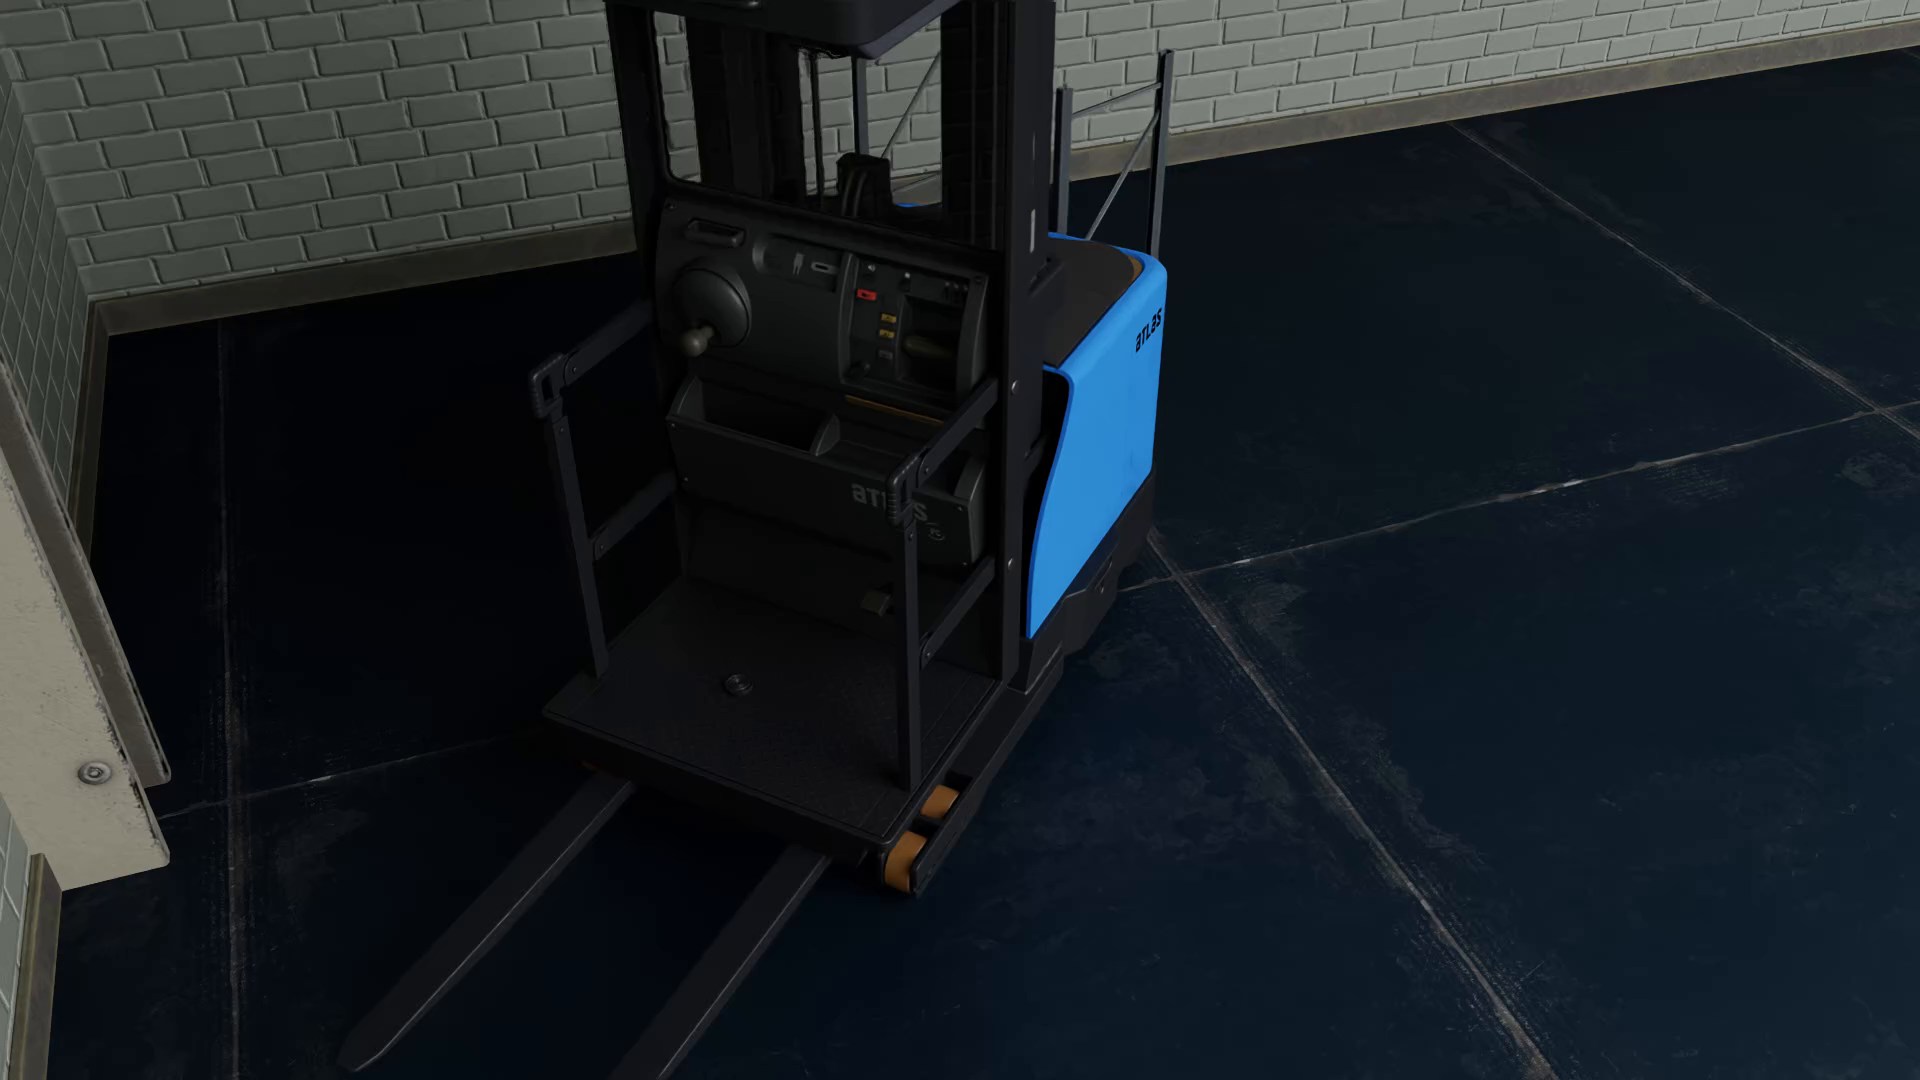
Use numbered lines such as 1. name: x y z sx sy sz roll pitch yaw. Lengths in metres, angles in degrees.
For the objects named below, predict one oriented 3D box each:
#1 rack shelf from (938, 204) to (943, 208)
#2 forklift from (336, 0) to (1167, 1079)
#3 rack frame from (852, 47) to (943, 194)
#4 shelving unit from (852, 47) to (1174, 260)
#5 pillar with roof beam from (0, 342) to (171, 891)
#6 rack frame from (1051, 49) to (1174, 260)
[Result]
1. rack shelf: 0.155 -0.963 6.081 0.538 0.185 1.000 -28 45 -32
2. forklift: -0.454 -0.525 4.011 1.130 2.935 3.031 17 40 21
3. rack frame: -0.181 -1.336 6.277 0.500 1.500 0.032 -28 45 -32
4. shelving unit: 0.155 -1.107 5.973 0.538 1.500 1.048 -28 45 -32
5. pillar with roof beam: 1.657 -3.674 3.148 9.100 9.000 0.400 -12 39 -16
6. rack frame: 0.492 -0.878 5.669 0.500 1.500 0.032 -28 45 -32
